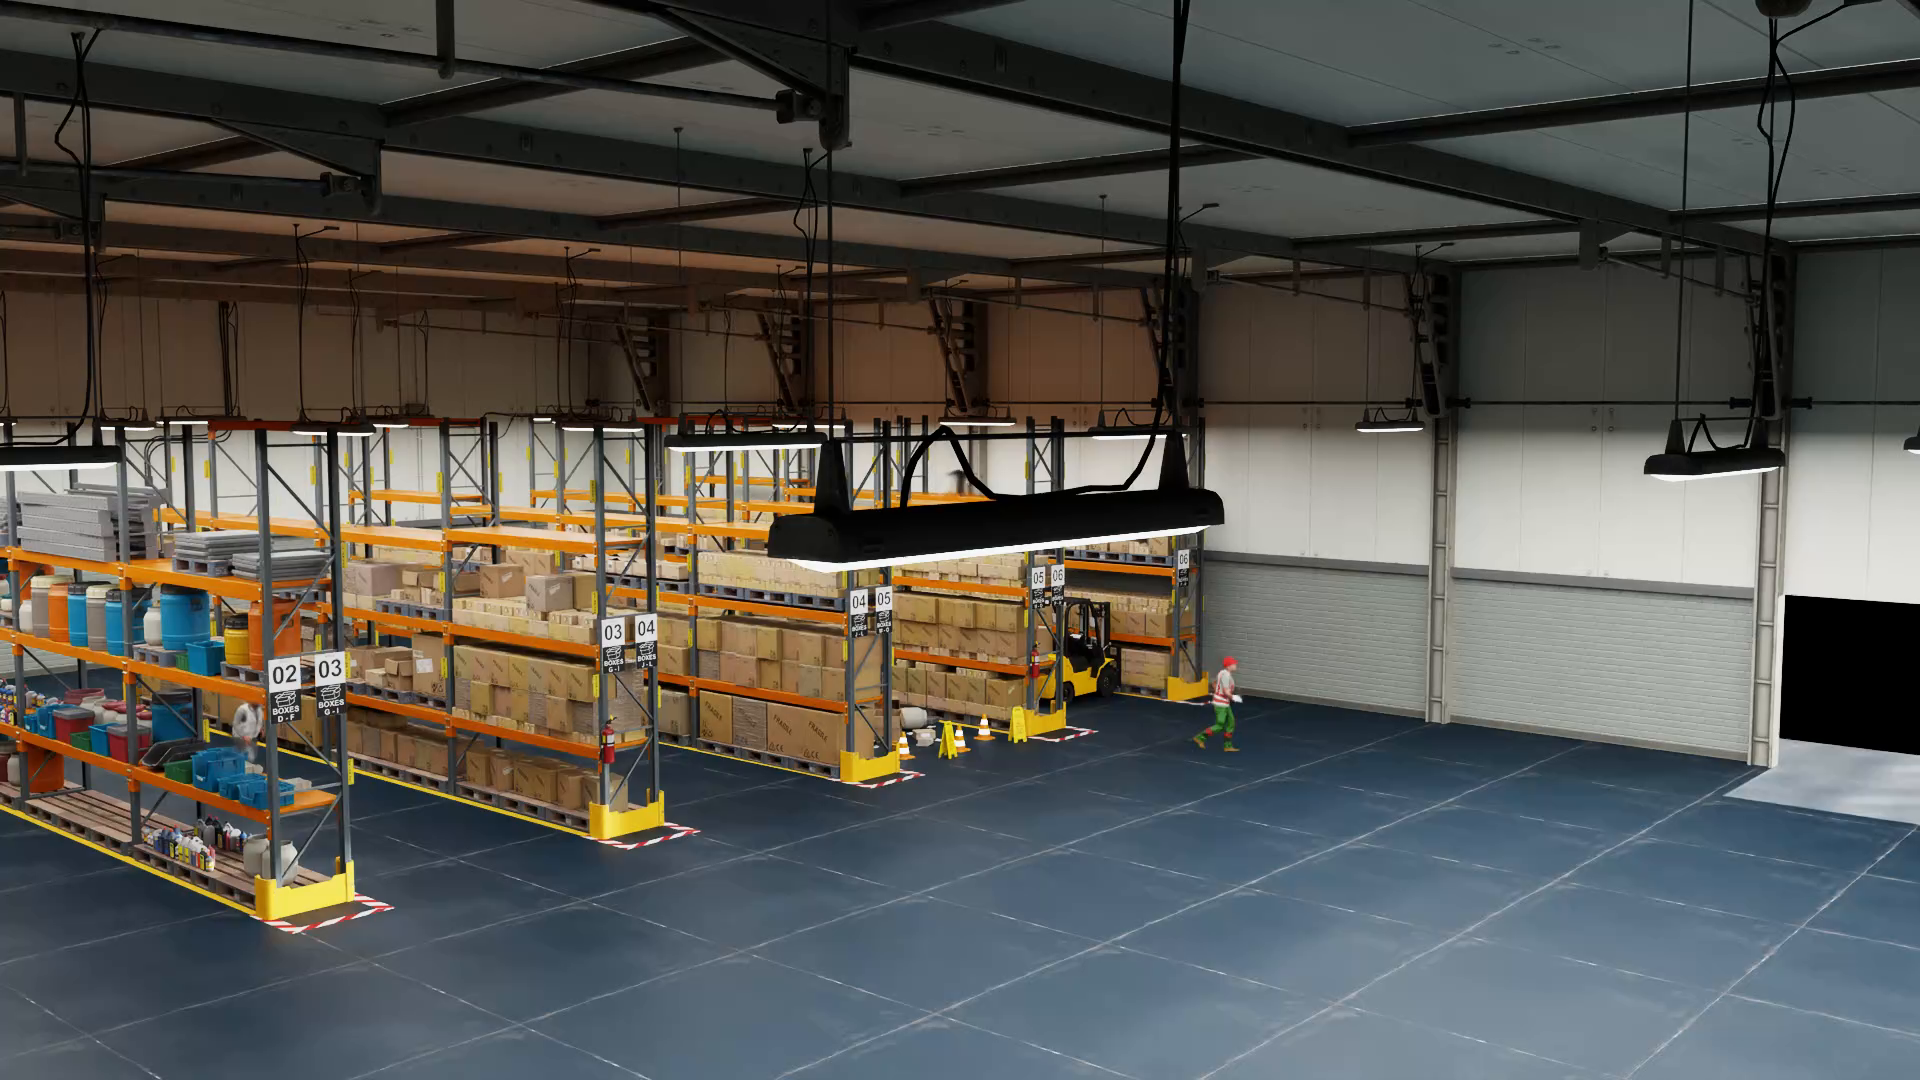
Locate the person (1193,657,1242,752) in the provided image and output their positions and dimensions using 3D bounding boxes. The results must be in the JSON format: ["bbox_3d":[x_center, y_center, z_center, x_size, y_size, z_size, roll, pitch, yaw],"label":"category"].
[{"bbox_3d":[4.647,2.973,29.996,0.865,1.744,0.663,0,5,5],"label":"person"}]

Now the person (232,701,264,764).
[{"bbox_3d":[-11.779,3.227,27.474,0.883,1.642,0.666,2,5,18],"label":"person"}]
